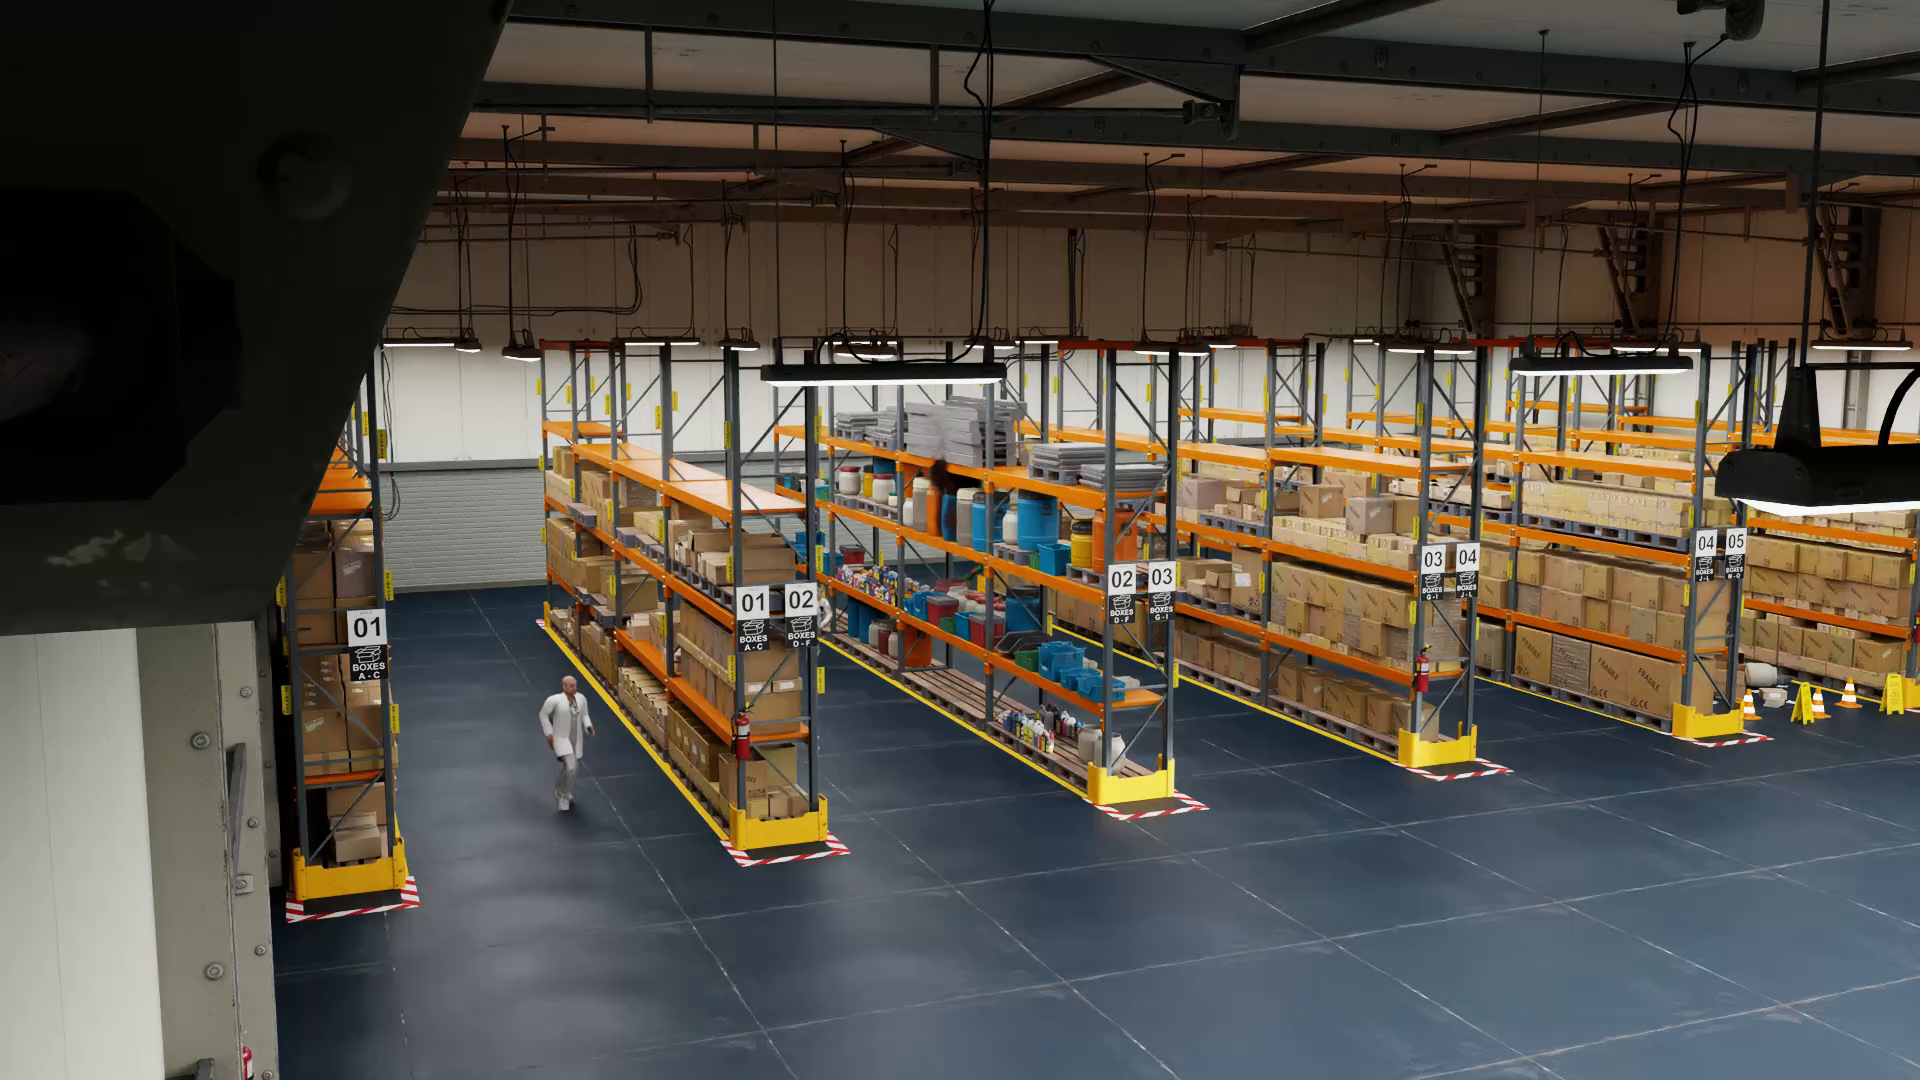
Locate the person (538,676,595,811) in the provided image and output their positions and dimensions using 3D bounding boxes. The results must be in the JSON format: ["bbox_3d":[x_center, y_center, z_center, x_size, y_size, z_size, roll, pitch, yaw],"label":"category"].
[{"bbox_3d":[-5.138,2.665,21.774,0.864,1.825,0.626,7,10,42],"label":"person"}]

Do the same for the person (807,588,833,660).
[{"bbox_3d":[-2.687,1.559,30.830,0.620,1.478,1.004,-1,8,-9],"label":"person"}]

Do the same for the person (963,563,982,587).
[{"bbox_3d":[0.597,0.291,39.673,1.064,1.743,0.625,1,8,8],"label":"person"}]
